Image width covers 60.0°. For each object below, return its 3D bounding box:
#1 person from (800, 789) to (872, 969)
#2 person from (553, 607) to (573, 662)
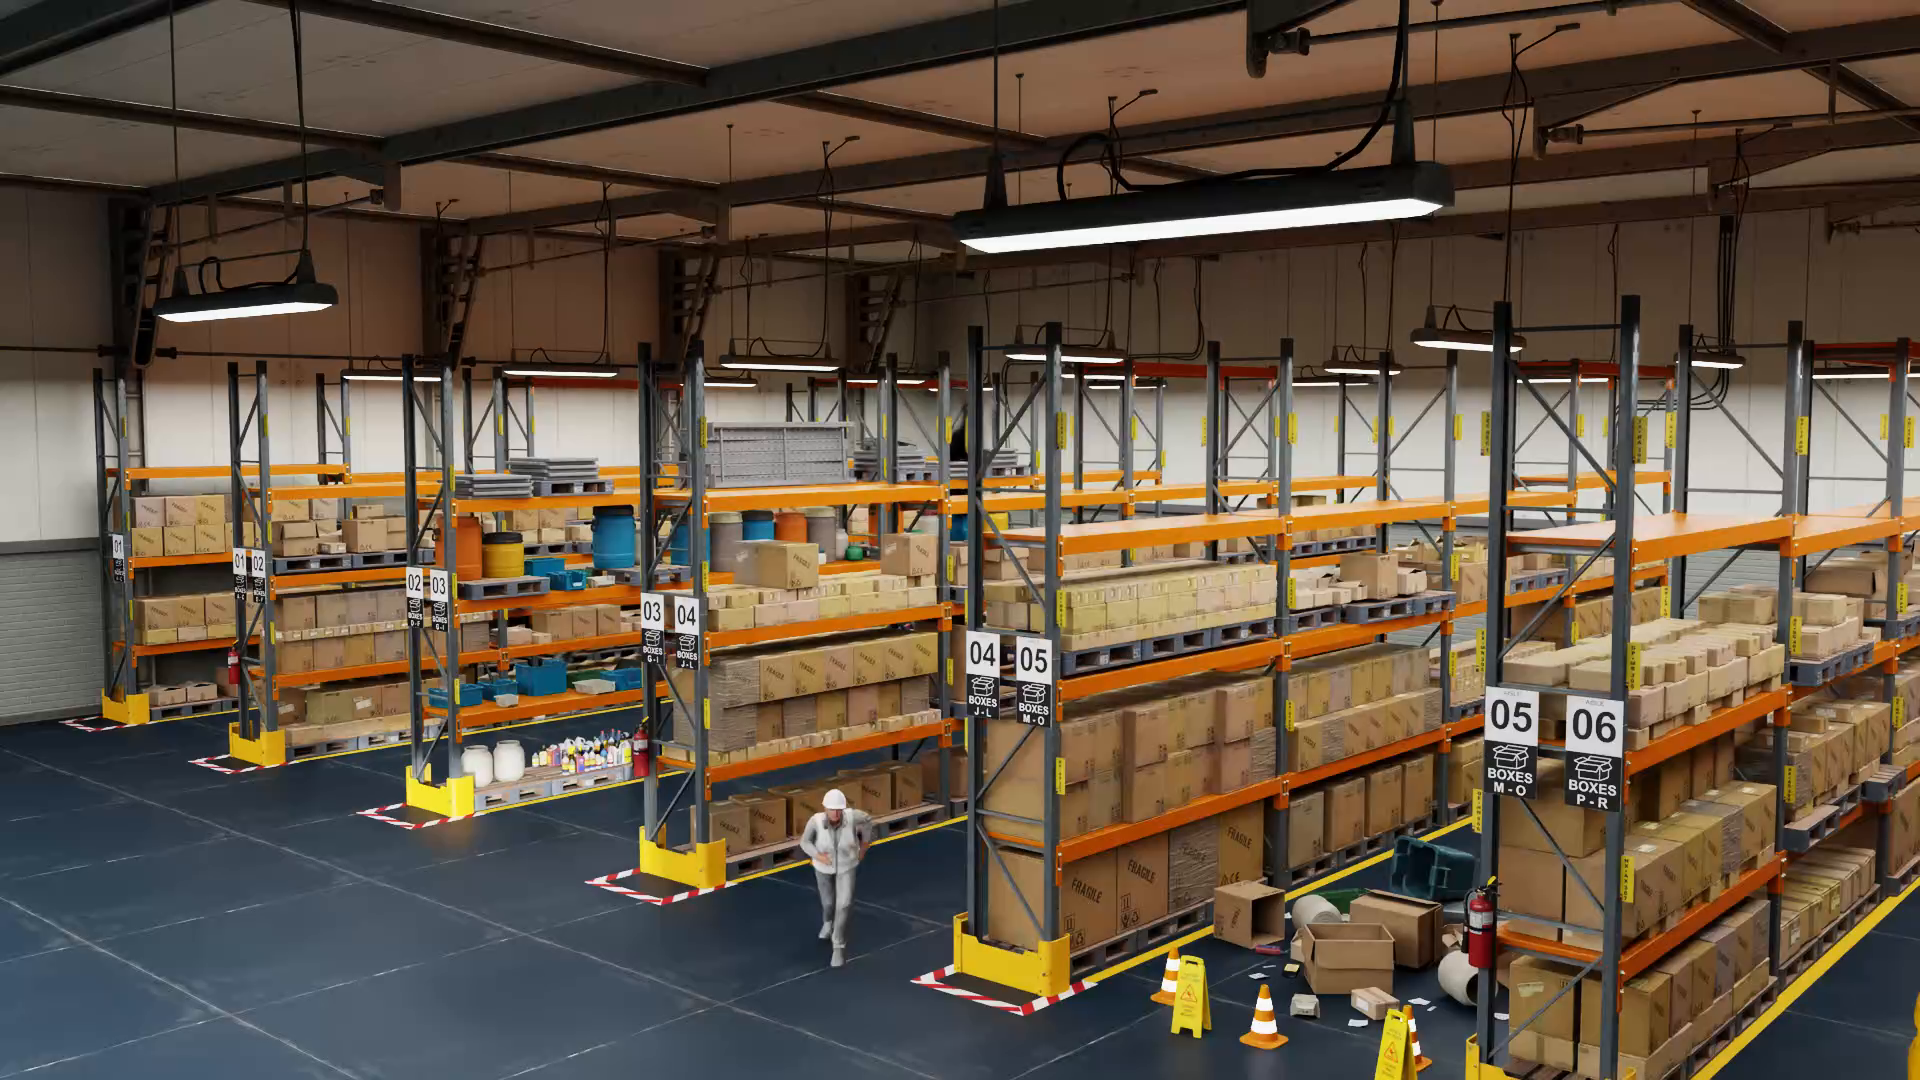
[{"bbox_3d":[-1.191,3.176,15.975,0.701,1.733,1.039,-1,4,-7],"label":"person"},{"bbox_3d":[-7.461,2.057,30.992,0.551,1.648,0.664,4,6,41],"label":"person"}]
